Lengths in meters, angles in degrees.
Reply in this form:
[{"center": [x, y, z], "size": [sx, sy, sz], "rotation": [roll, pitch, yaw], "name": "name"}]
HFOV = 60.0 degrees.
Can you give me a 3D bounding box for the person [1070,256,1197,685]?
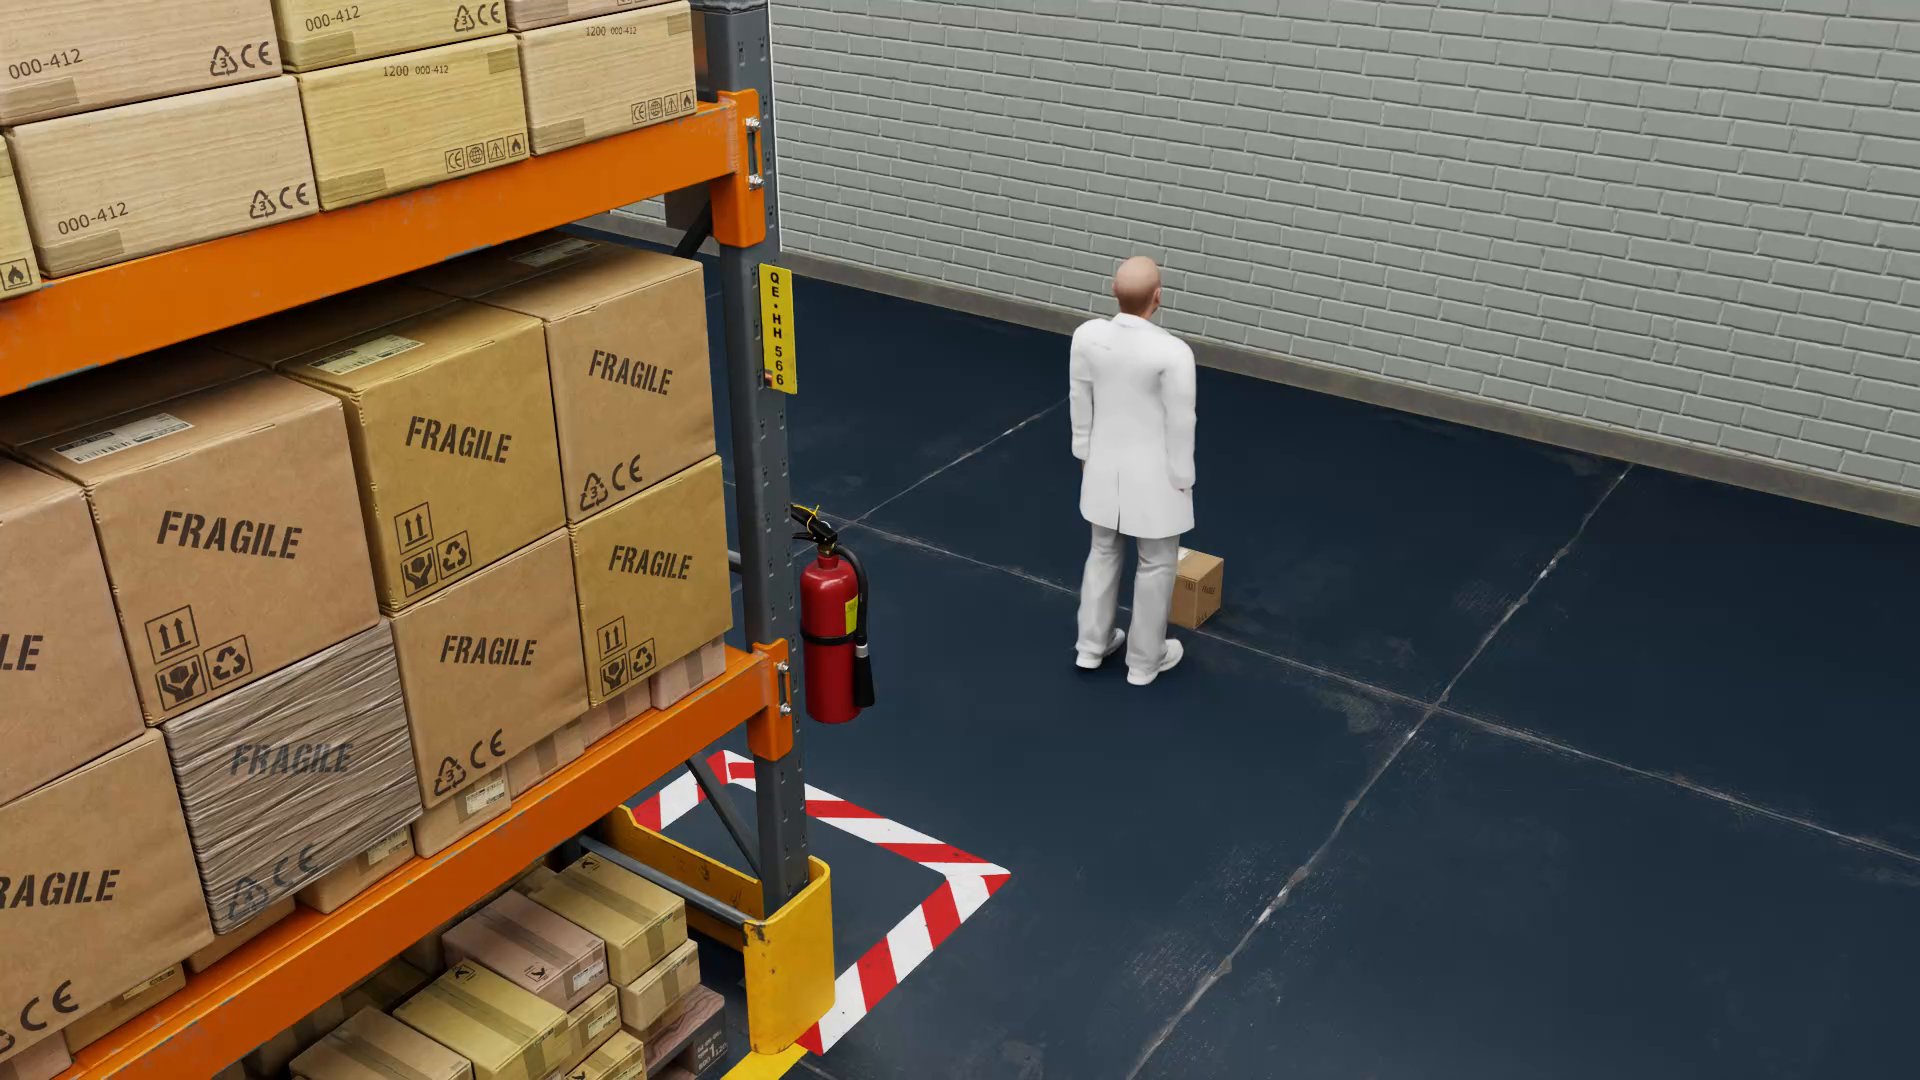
[{"center": [0.697, -0.230, 6.733], "size": [0.561, 1.687, 0.397], "rotation": [18, 32, 32], "name": "person"}]
